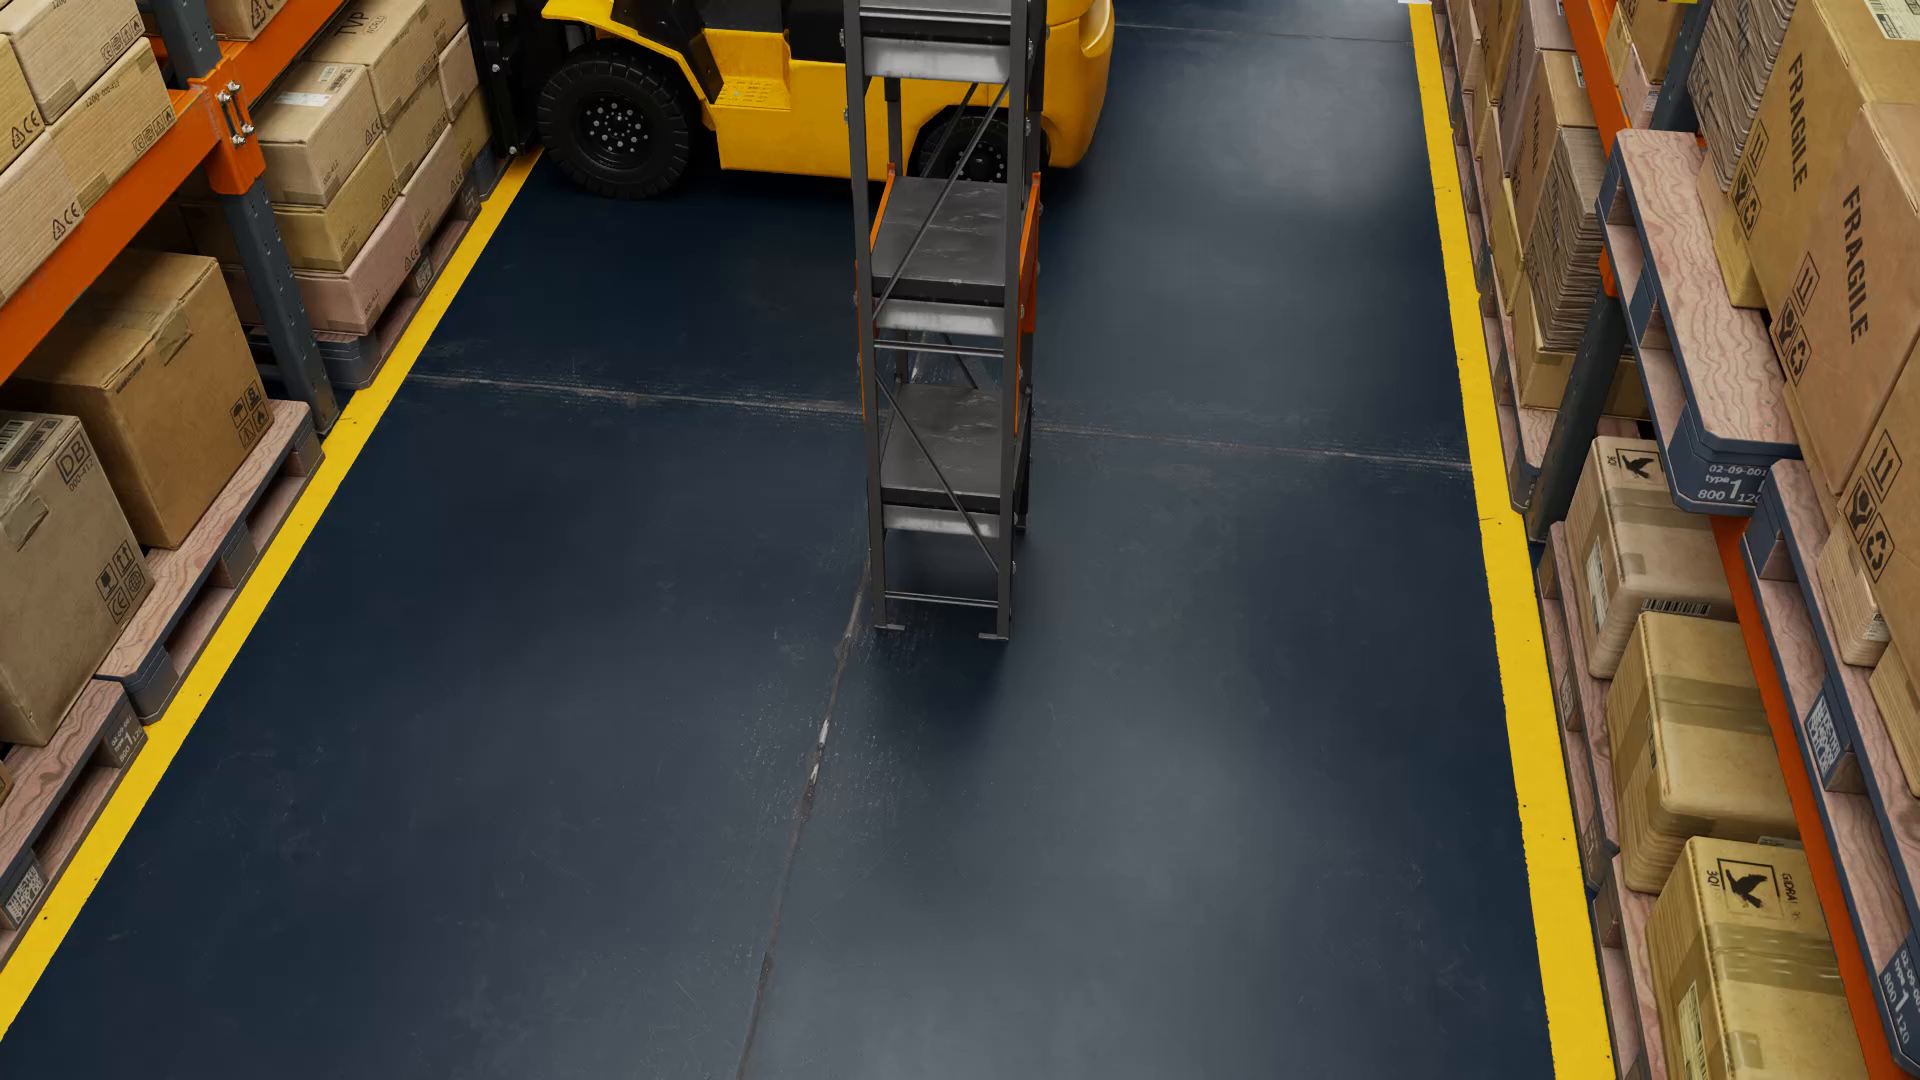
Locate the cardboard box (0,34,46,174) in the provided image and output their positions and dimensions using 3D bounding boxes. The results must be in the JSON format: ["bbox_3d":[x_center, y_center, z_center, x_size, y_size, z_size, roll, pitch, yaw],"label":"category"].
[{"bbox_3d":[-2.499,-0.941,3.807,0.500,0.250,0.500,4,44,4],"label":"cardboard box"}]

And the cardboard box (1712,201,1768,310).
[{"bbox_3d":[1.866,-0.618,3.599,0.380,0.149,0.250,6,44,6],"label":"cardboard box"}]

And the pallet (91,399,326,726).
[{"bbox_3d":[-2.685,-0.005,5.101,1.003,0.211,1.213,5,44,6],"label":"pallet"}]

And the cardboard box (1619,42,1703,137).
[{"bbox_3d":[2.035,-1.230,4.550,0.380,0.149,0.250,5,44,5],"label":"cardboard box"}]

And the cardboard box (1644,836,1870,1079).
[{"bbox_3d":[2.045,1.049,3.566,0.950,0.372,0.625,7,44,7],"label":"cardboard box"}]

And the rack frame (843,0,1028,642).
[{"bbox_3d":[-0.054,-0.483,4.233,0.400,2.100,0.015,5,44,6],"label":"rack frame"}]

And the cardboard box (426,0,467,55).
[{"bbox_3d":[-2.119,-2.029,6.178,0.500,0.250,0.500,7,44,7],"label":"cardboard box"}]

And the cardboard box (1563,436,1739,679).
[{"bbox_3d":[2.227,0.085,4.584,0.950,0.372,0.625,6,44,6],"label":"cardboard box"}]

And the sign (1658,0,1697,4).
[{"bbox_3d":[1.755,-1.433,3.952,0.100,0.325,0.005,5,44,6],"label":"sign"}]

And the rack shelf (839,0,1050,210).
[{"bbox_3d":[-0.022,-1.148,3.937,0.431,0.518,0.480,5,44,6],"label":"rack shelf"}]

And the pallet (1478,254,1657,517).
[{"bbox_3d":[2.348,-0.523,5.648,1.003,0.211,1.213,5,44,6],"label":"pallet"}]

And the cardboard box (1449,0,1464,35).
[{"bbox_3d":[2.442,-2.430,7.329,0.500,0.250,0.500,5,44,5],"label":"cardboard box"}]

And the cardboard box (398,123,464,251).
[{"bbox_3d":[-2.182,-1.324,6.161,0.500,0.250,0.500,4,44,5],"label":"cardboard box"}]

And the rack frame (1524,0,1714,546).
[{"bbox_3d":[2.294,-1.074,4.203,1.000,3.000,0.127,5,44,6],"label":"rack frame"}]

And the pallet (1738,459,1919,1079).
[{"bbox_3d":[1.987,0.369,2.819,1.003,0.211,1.213,5,44,6],"label":"pallet"}]

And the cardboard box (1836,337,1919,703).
[{"bbox_3d":[1.746,-0.049,2.526,0.500,0.500,0.500,4,44,4],"label":"cardboard box"}]

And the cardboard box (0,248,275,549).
[{"bbox_3d":[-2.684,-0.456,4.972,0.875,0.625,0.625,7,44,7],"label":"cardboard box"}]

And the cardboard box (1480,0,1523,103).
[{"bbox_3d":[2.301,-1.988,6.317,0.500,0.500,0.500,6,44,6],"label":"cardboard box"}]

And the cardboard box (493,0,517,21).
[{"bbox_3d":[-2.046,-2.189,6.711,0.500,0.250,0.500,5,44,5],"label":"cardboard box"}]

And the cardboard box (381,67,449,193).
[{"bbox_3d":[-2.192,-1.504,5.987,0.500,0.250,0.500,5,44,5],"label":"cardboard box"}]

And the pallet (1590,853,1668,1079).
[{"bbox_3d":[2.034,1.303,3.721,1.003,0.211,1.213,5,44,6],"label":"pallet"}]

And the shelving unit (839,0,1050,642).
[{"bbox_3d":[-0.022,-0.650,4.409,0.431,2.100,0.503,5,44,6],"label":"shelving unit"}]

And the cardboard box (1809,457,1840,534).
[{"bbox_3d":[1.795,-0.078,3.028,0.380,0.149,0.250,6,44,6],"label":"cardboard box"}]

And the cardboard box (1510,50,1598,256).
[{"bbox_3d":[2.172,-1.275,5.564,0.500,0.500,0.500,6,44,6],"label":"cardboard box"}]

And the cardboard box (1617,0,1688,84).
[{"bbox_3d":[2.106,-1.544,4.410,0.500,0.500,0.500,4,44,4],"label":"cardboard box"}]

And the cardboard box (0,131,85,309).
[{"bbox_3d":[-2.495,-0.758,3.978,0.500,0.250,0.500,5,44,5],"label":"cardboard box"}]

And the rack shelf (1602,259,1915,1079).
[{"bbox_3d":[2.030,0.550,3.011,1.077,0.370,4.000,5,44,6],"label":"rack shelf"}]

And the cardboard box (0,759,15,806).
[{"bbox_3d":[-2.892,0.584,3.873,0.875,0.625,0.625,4,44,4],"label":"cardboard box"}]

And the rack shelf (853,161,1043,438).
[{"bbox_3d":[-0.022,-0.640,4.418,0.431,0.518,0.480,5,44,6],"label":"rack shelf"}]

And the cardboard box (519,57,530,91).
[{"bbox_3d":[-2.043,-2.020,6.896,0.500,0.250,0.500,7,44,7],"label":"cardboard box"}]

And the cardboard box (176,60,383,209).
[{"bbox_3d":[-2.251,-1.341,5.452,0.500,0.250,0.500,5,44,5],"label":"cardboard box"}]

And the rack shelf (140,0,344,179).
[{"bbox_3d":[-2.362,-2.625,6.364,1.077,0.370,4.000,5,44,6],"label":"rack shelf"}]

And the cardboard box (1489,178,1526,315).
[{"bbox_3d":[2.166,-1.019,5.839,0.500,0.250,0.500,4,44,4],"label":"cardboard box"}]

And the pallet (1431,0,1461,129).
[{"bbox_3d":[2.671,-2.186,7.405,1.003,0.211,1.213,5,44,6],"label":"pallet"}]

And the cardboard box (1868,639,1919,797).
[{"bbox_3d":[1.702,0.283,2.647,0.380,0.149,0.250,4,44,4],"label":"cardboard box"}]

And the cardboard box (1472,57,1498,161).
[{"bbox_3d":[2.308,-1.710,6.568,0.500,0.250,0.500,8,44,8],"label":"cardboard box"}]

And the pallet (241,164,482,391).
[{"bbox_3d":[-2.480,-1.049,6.204,1.003,0.211,1.213,5,44,6],"label":"pallet"}]

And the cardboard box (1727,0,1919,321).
[{"bbox_3d":[1.882,-0.736,3.251,0.500,0.500,0.500,5,44,6],"label":"cardboard box"}]
